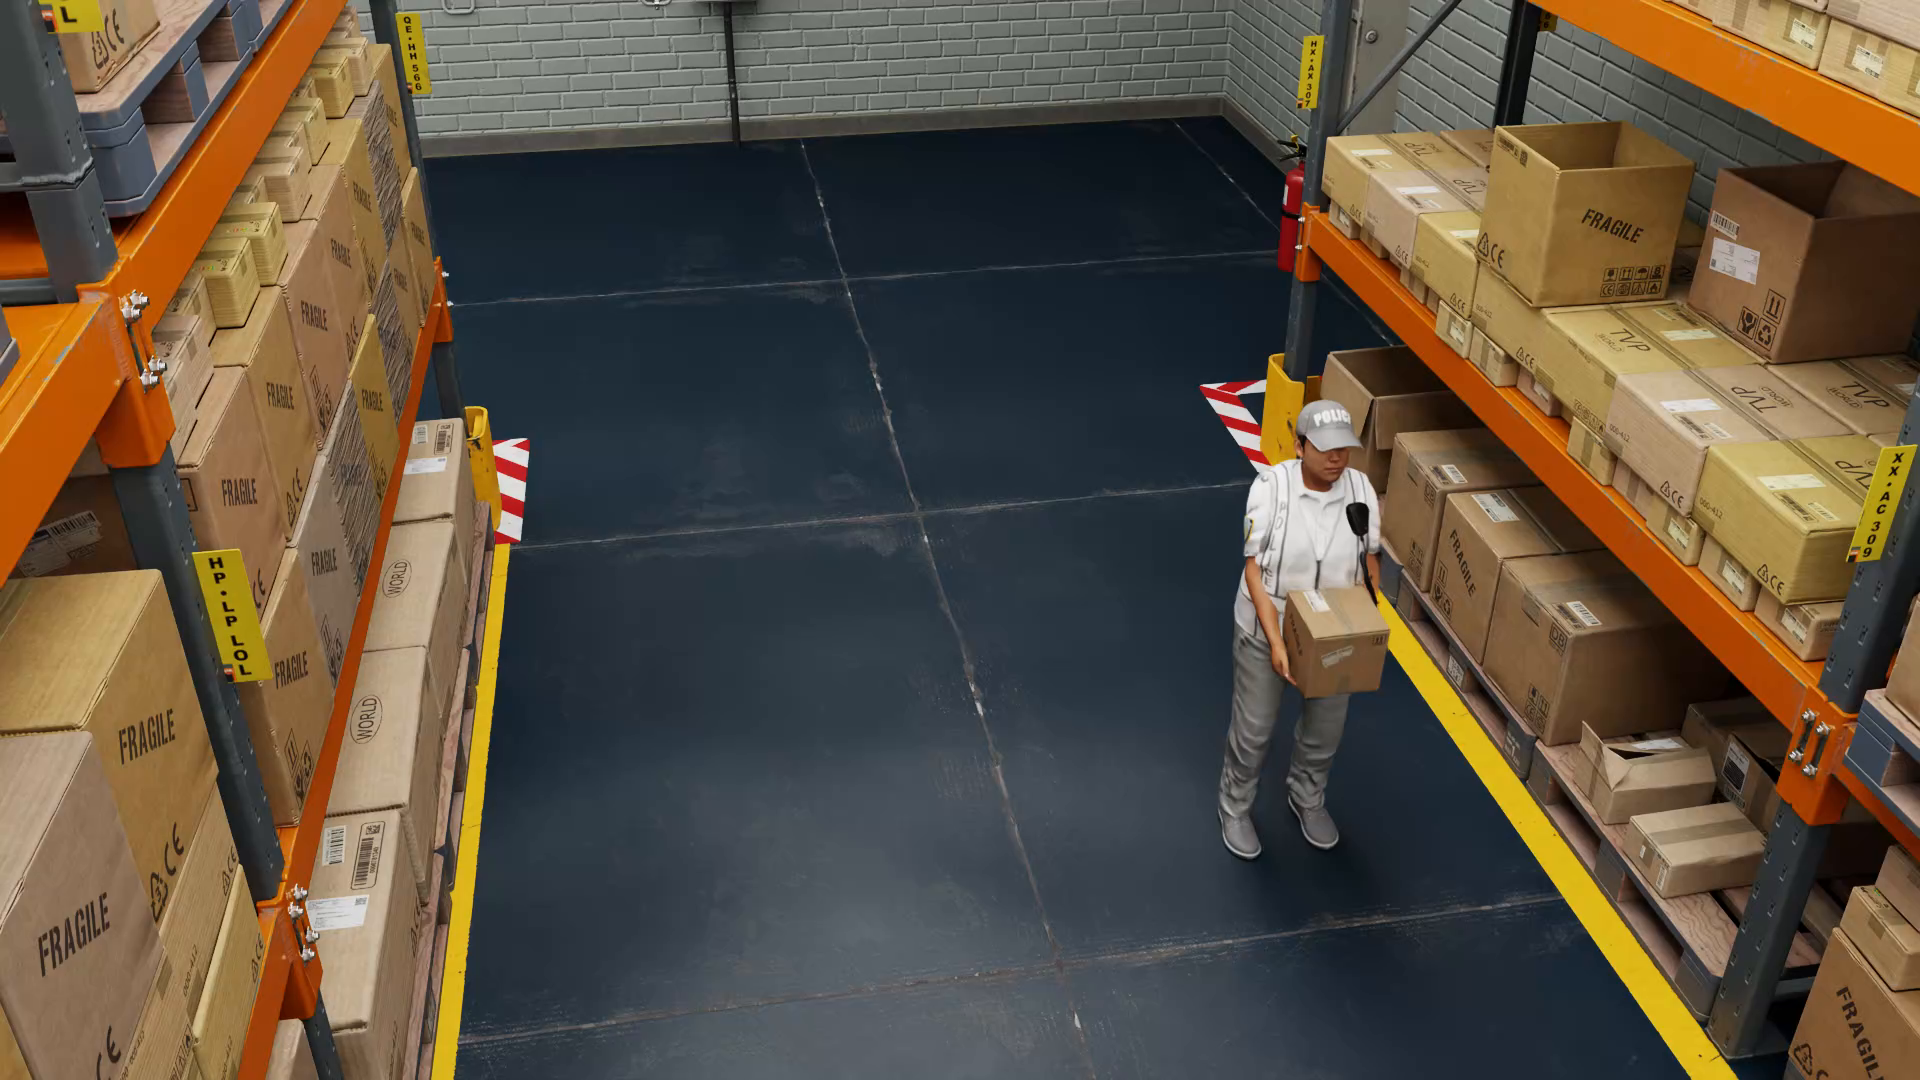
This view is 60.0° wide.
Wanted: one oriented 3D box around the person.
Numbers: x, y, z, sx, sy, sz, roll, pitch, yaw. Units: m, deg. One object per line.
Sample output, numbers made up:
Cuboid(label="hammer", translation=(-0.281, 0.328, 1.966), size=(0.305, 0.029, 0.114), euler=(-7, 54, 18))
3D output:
Cuboid(label="person", translation=(1.157, 0.343, 5.557), size=(0.457, 1.662, 0.532), euler=(-3, 31, -5))
